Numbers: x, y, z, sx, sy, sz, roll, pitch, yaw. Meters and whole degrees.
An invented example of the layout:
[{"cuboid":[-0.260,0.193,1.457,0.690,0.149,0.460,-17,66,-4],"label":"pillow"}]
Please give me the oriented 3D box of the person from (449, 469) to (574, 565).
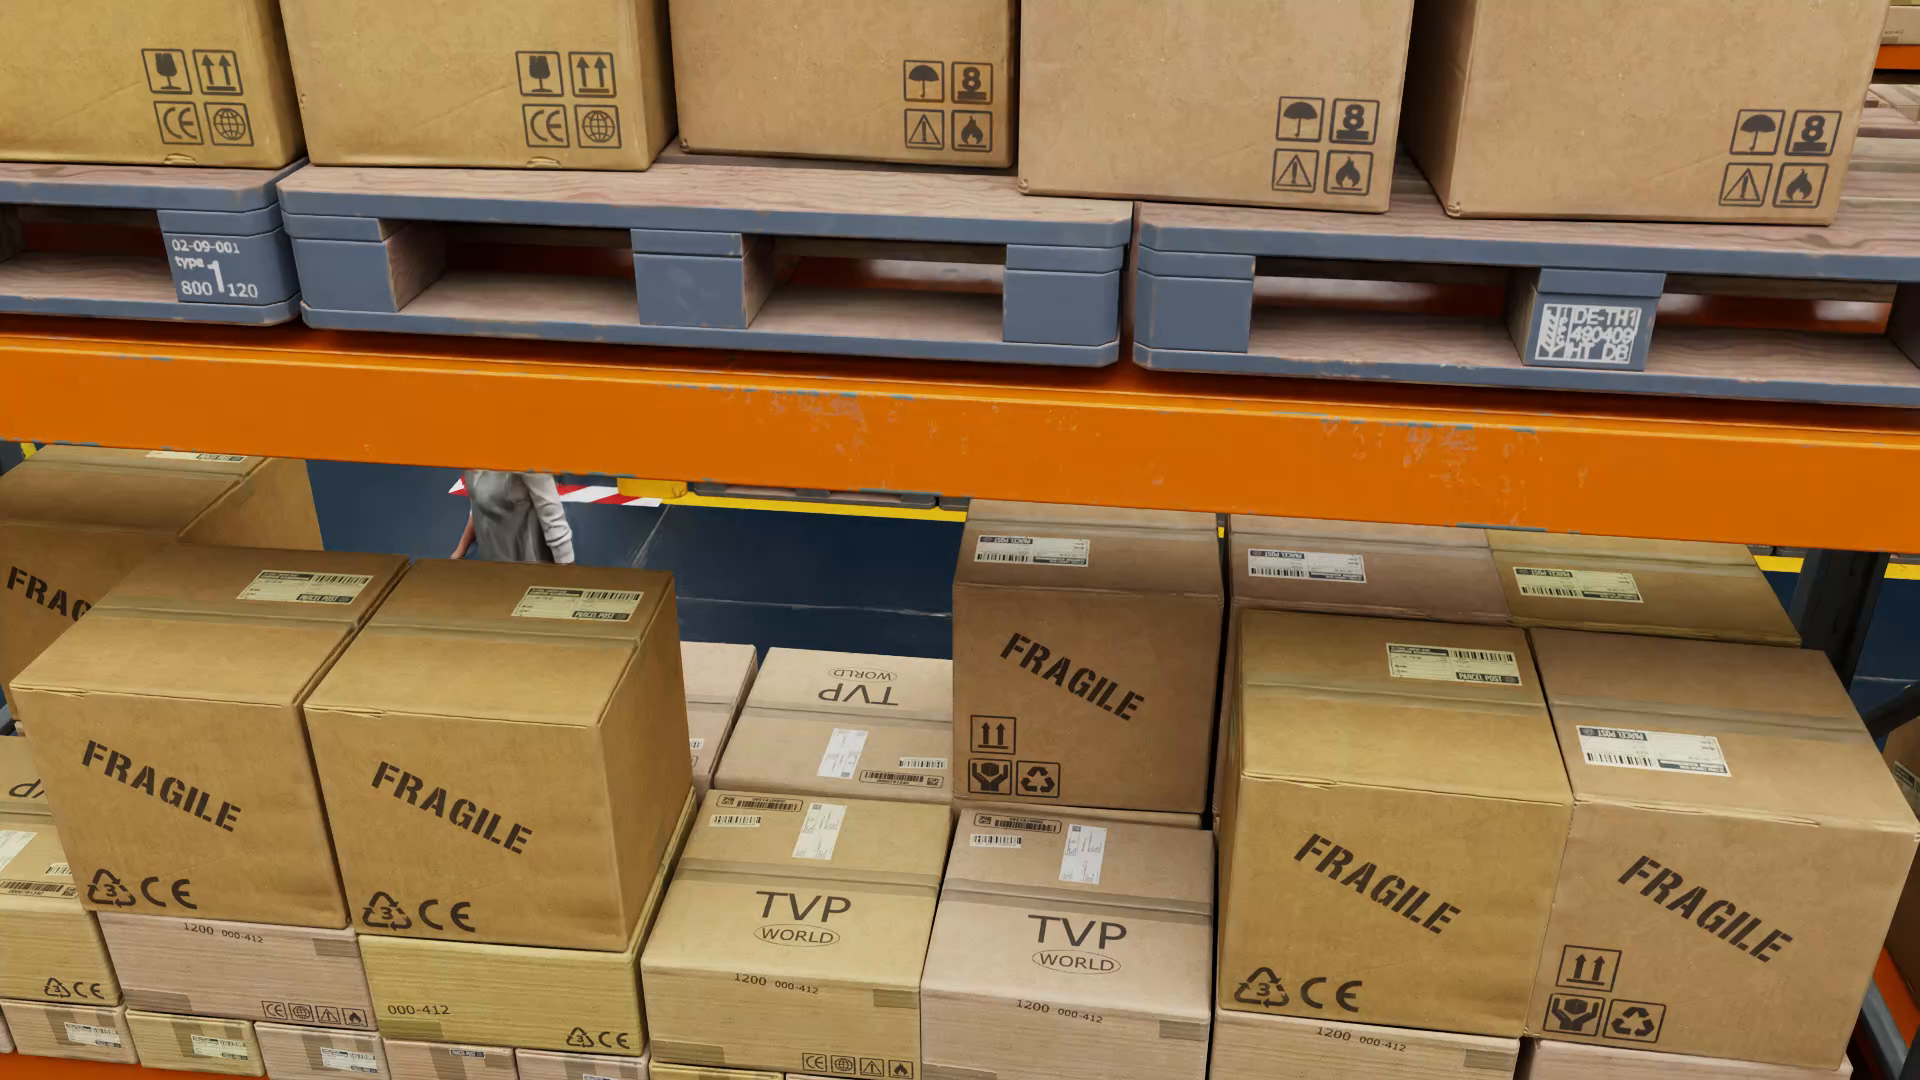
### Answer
[{"cuboid":[-1.632,0.125,5.885,0.850,1.567,0.424,-13,31,-23],"label":"person"}]
